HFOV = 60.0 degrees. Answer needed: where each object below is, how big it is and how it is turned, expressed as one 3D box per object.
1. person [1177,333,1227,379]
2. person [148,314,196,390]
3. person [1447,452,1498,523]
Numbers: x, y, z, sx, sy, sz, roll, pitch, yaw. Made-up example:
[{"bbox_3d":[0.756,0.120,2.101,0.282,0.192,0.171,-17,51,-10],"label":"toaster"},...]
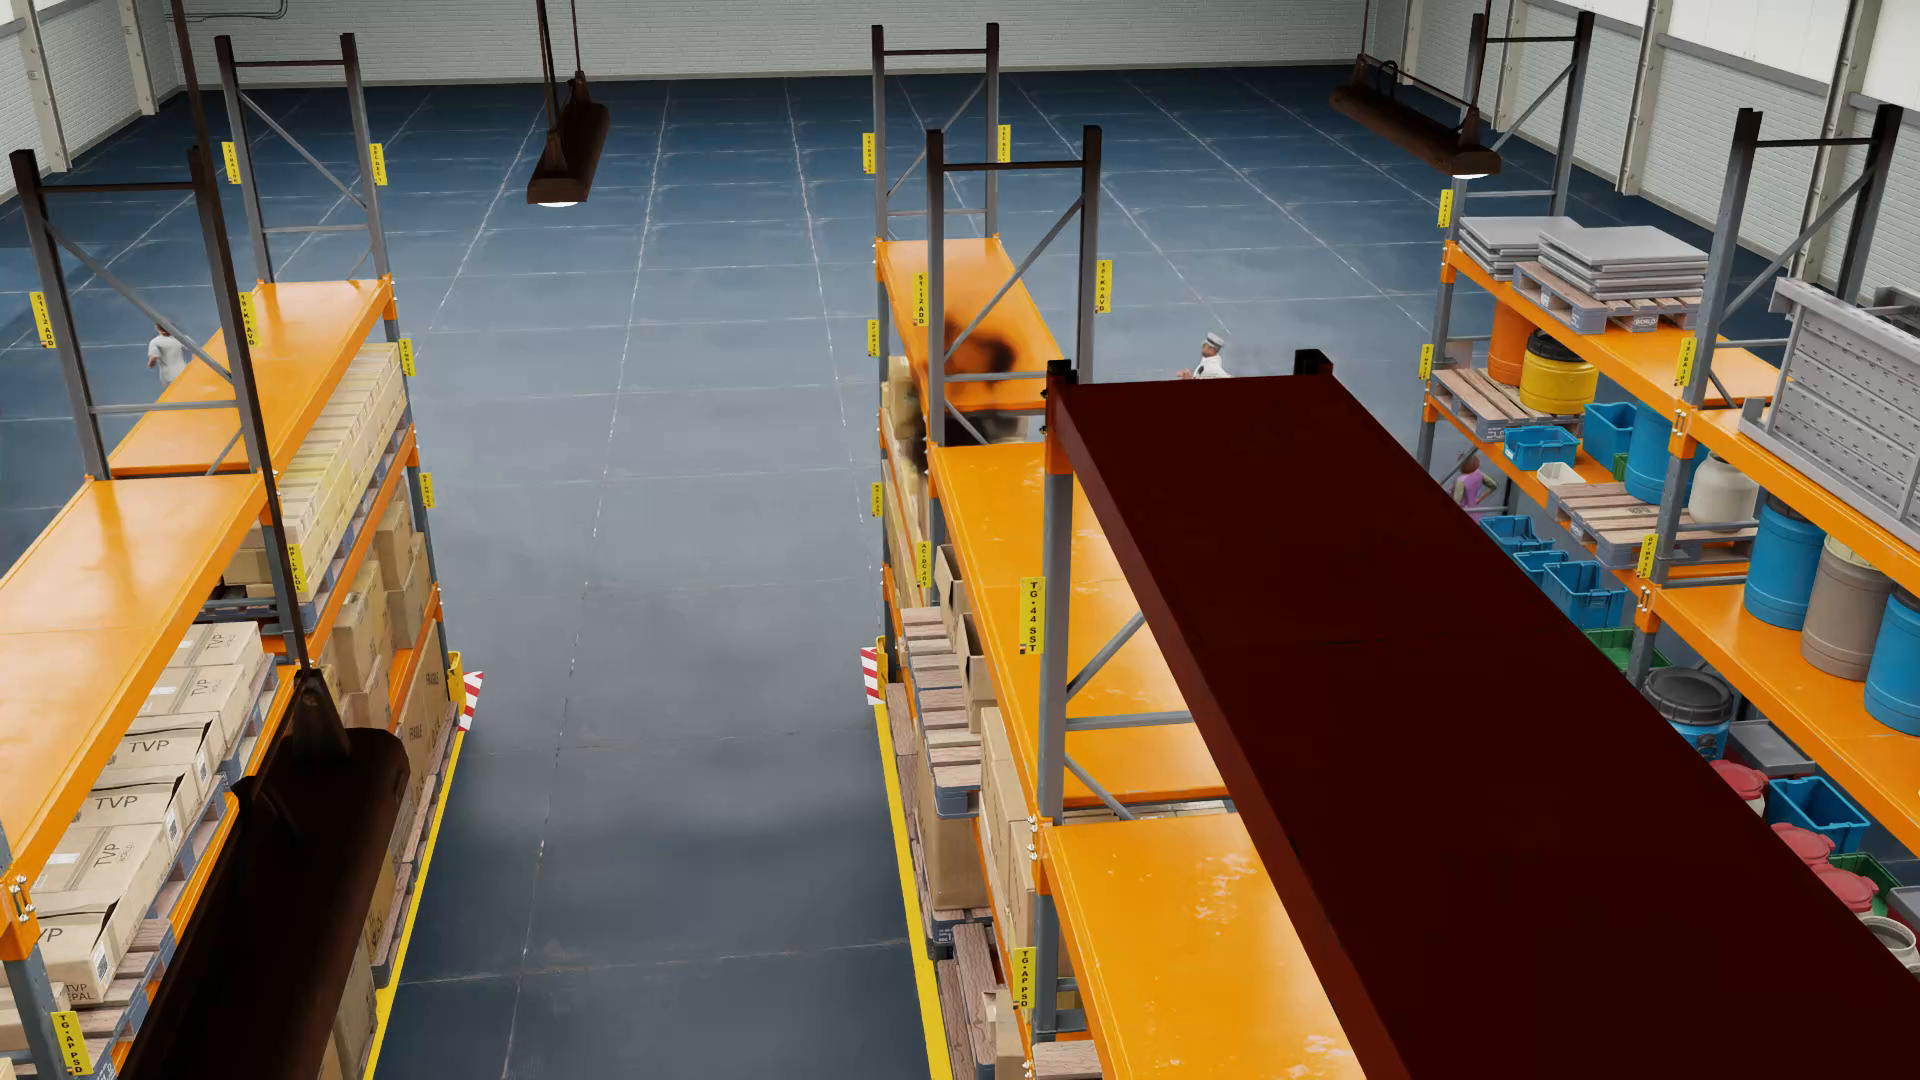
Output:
[{"bbox_3d":[2.897,-1.587,19.802,0.715,1.836,0.640,8,27,16],"label":"person"},{"bbox_3d":[-9.904,-2.062,20.920,0.568,1.637,0.573,16,30,30],"label":"person"},{"bbox_3d":[5.166,-0.167,17.024,0.860,1.580,0.579,20,32,35],"label":"person"}]
